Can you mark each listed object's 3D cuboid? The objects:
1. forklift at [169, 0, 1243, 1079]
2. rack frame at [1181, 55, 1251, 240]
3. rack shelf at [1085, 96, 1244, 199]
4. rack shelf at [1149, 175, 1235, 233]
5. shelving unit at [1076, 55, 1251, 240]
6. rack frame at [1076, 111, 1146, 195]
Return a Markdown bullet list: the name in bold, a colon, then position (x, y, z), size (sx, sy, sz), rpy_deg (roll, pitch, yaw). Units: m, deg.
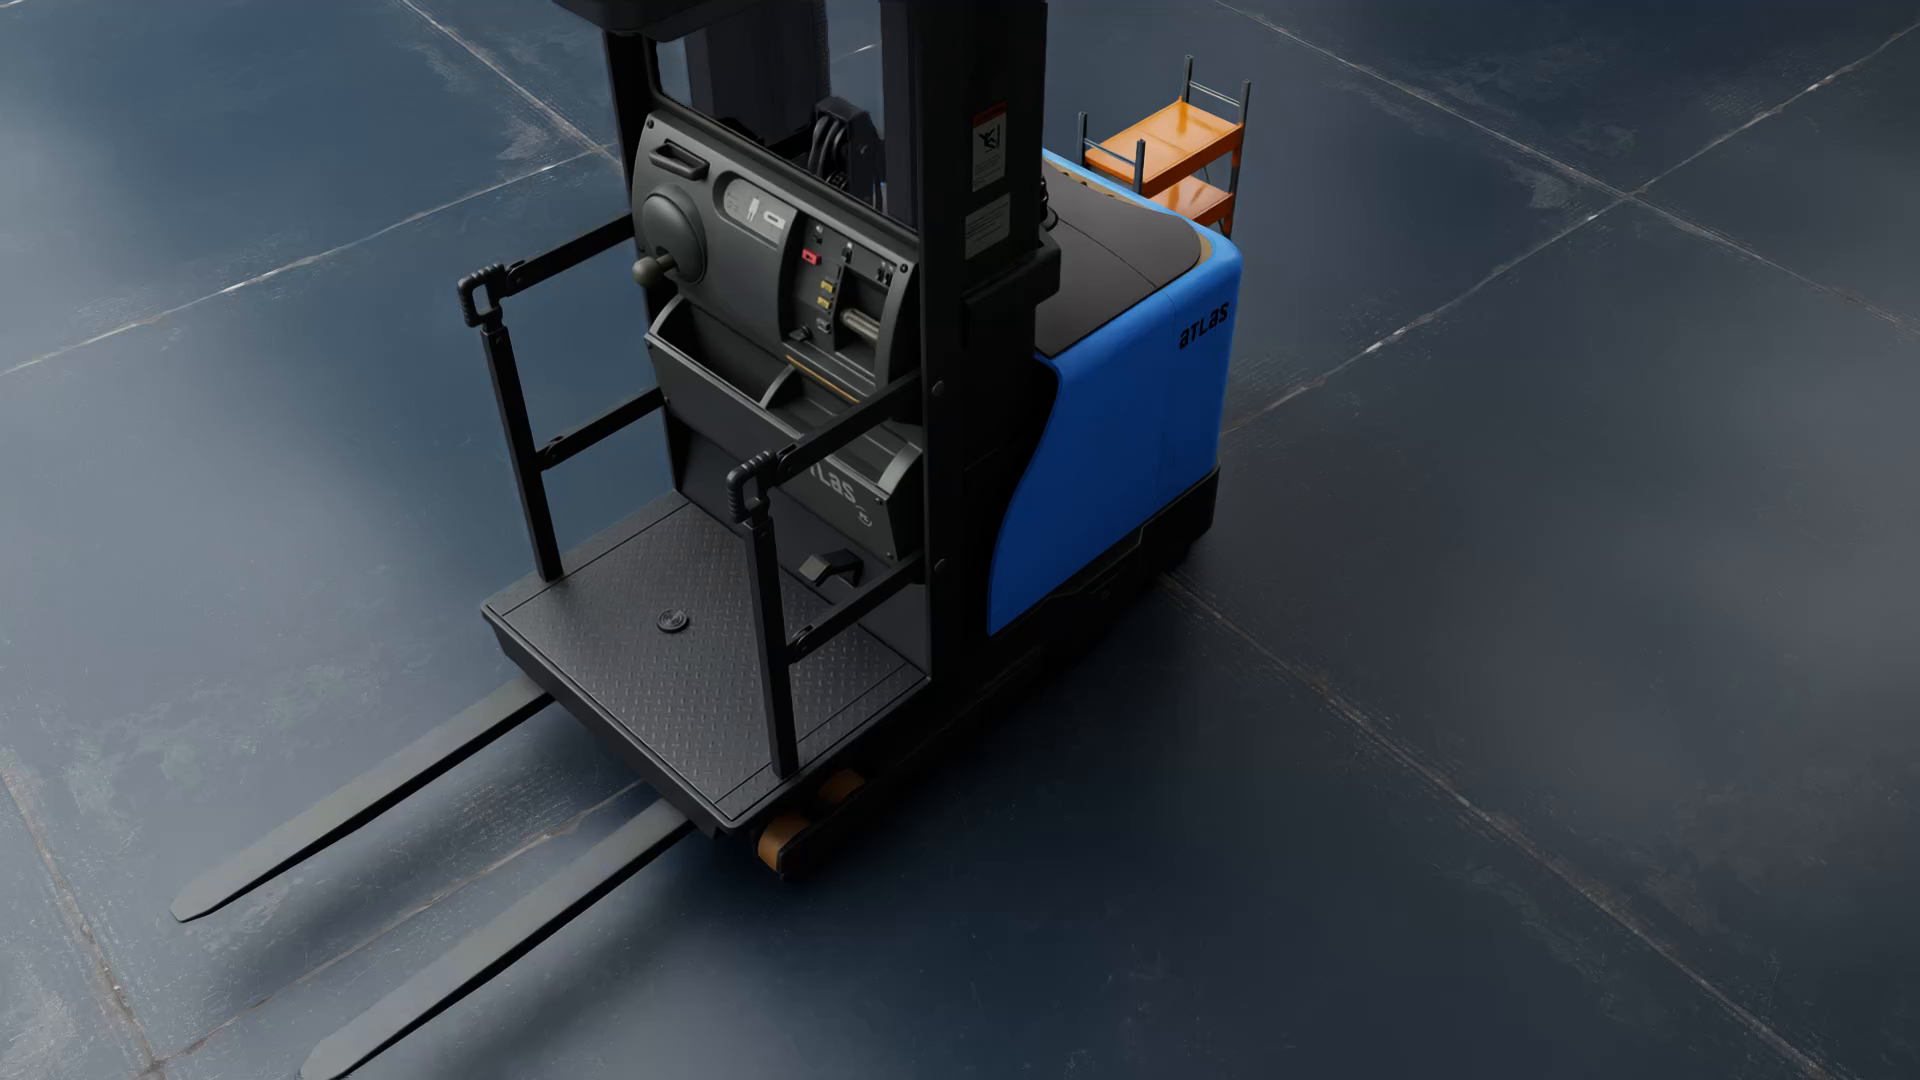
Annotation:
- **forklift**: position (-0.599, -0.602, 3.751), size (1.130, 2.935, 3.031), rpy_deg (34, 53, 31)
- **rack frame**: position (0.777, -0.983, 5.420), size (0.240, 1.200, 0.015), rpy_deg (34, 53, 31)
- **rack shelf**: position (0.606, -1.150, 5.024), size (0.258, 0.148, 0.480), rpy_deg (34, 53, 31)
- **rack shelf**: position (0.606, -0.978, 5.186), size (0.258, 0.148, 0.480), rpy_deg (34, 53, 31)
- **shelving unit**: position (0.606, -0.864, 5.293), size (0.258, 1.200, 0.503), rpy_deg (34, 53, 31)
- **rack frame**: position (0.435, -0.745, 5.166), size (0.240, 1.200, 0.015), rpy_deg (34, 53, 31)
